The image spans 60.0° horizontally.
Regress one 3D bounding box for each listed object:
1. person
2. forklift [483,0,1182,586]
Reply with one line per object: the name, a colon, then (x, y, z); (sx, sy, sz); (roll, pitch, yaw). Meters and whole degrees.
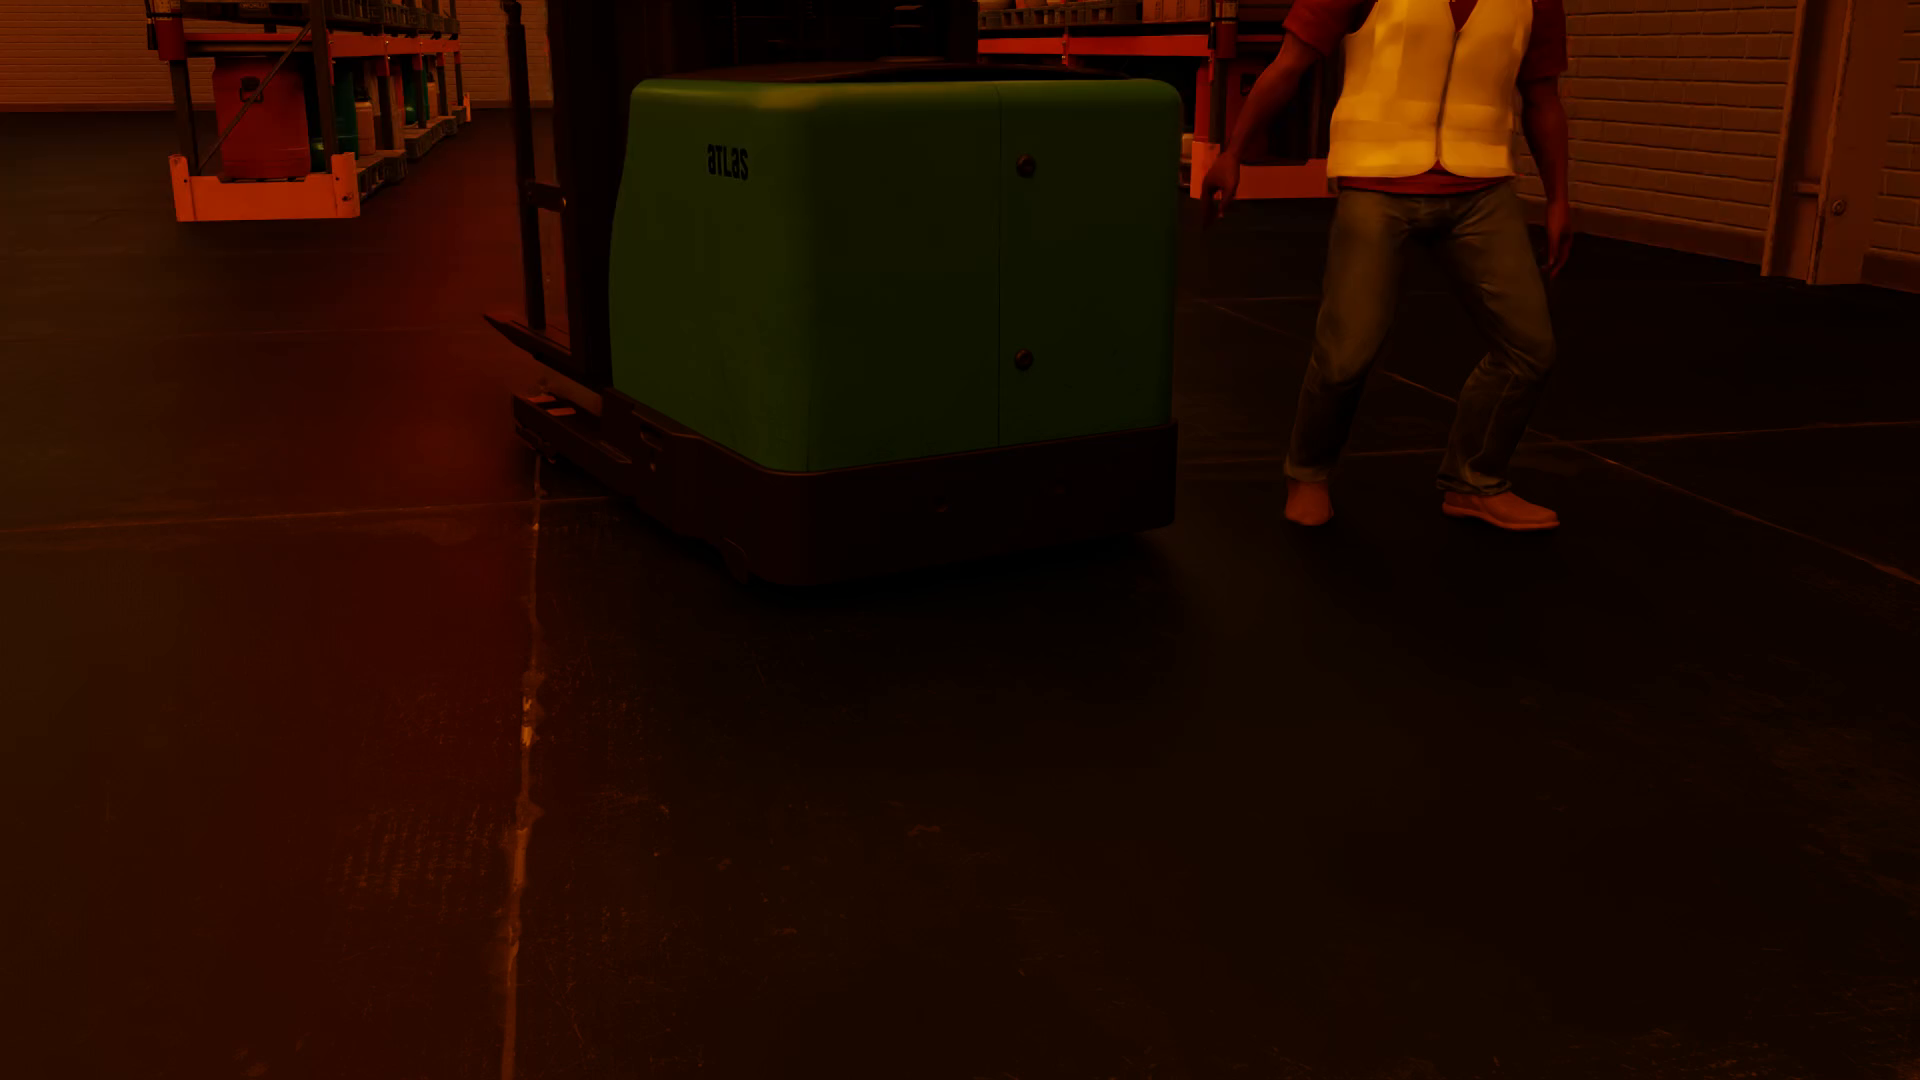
person: (1.024, -0.843, 3.937); (0.897, 1.718, 0.502); (0, 17, -1)
forklift: (-0.662, -1.677, 4.514); (1.130, 2.935, 3.031); (-9, 19, -28)
